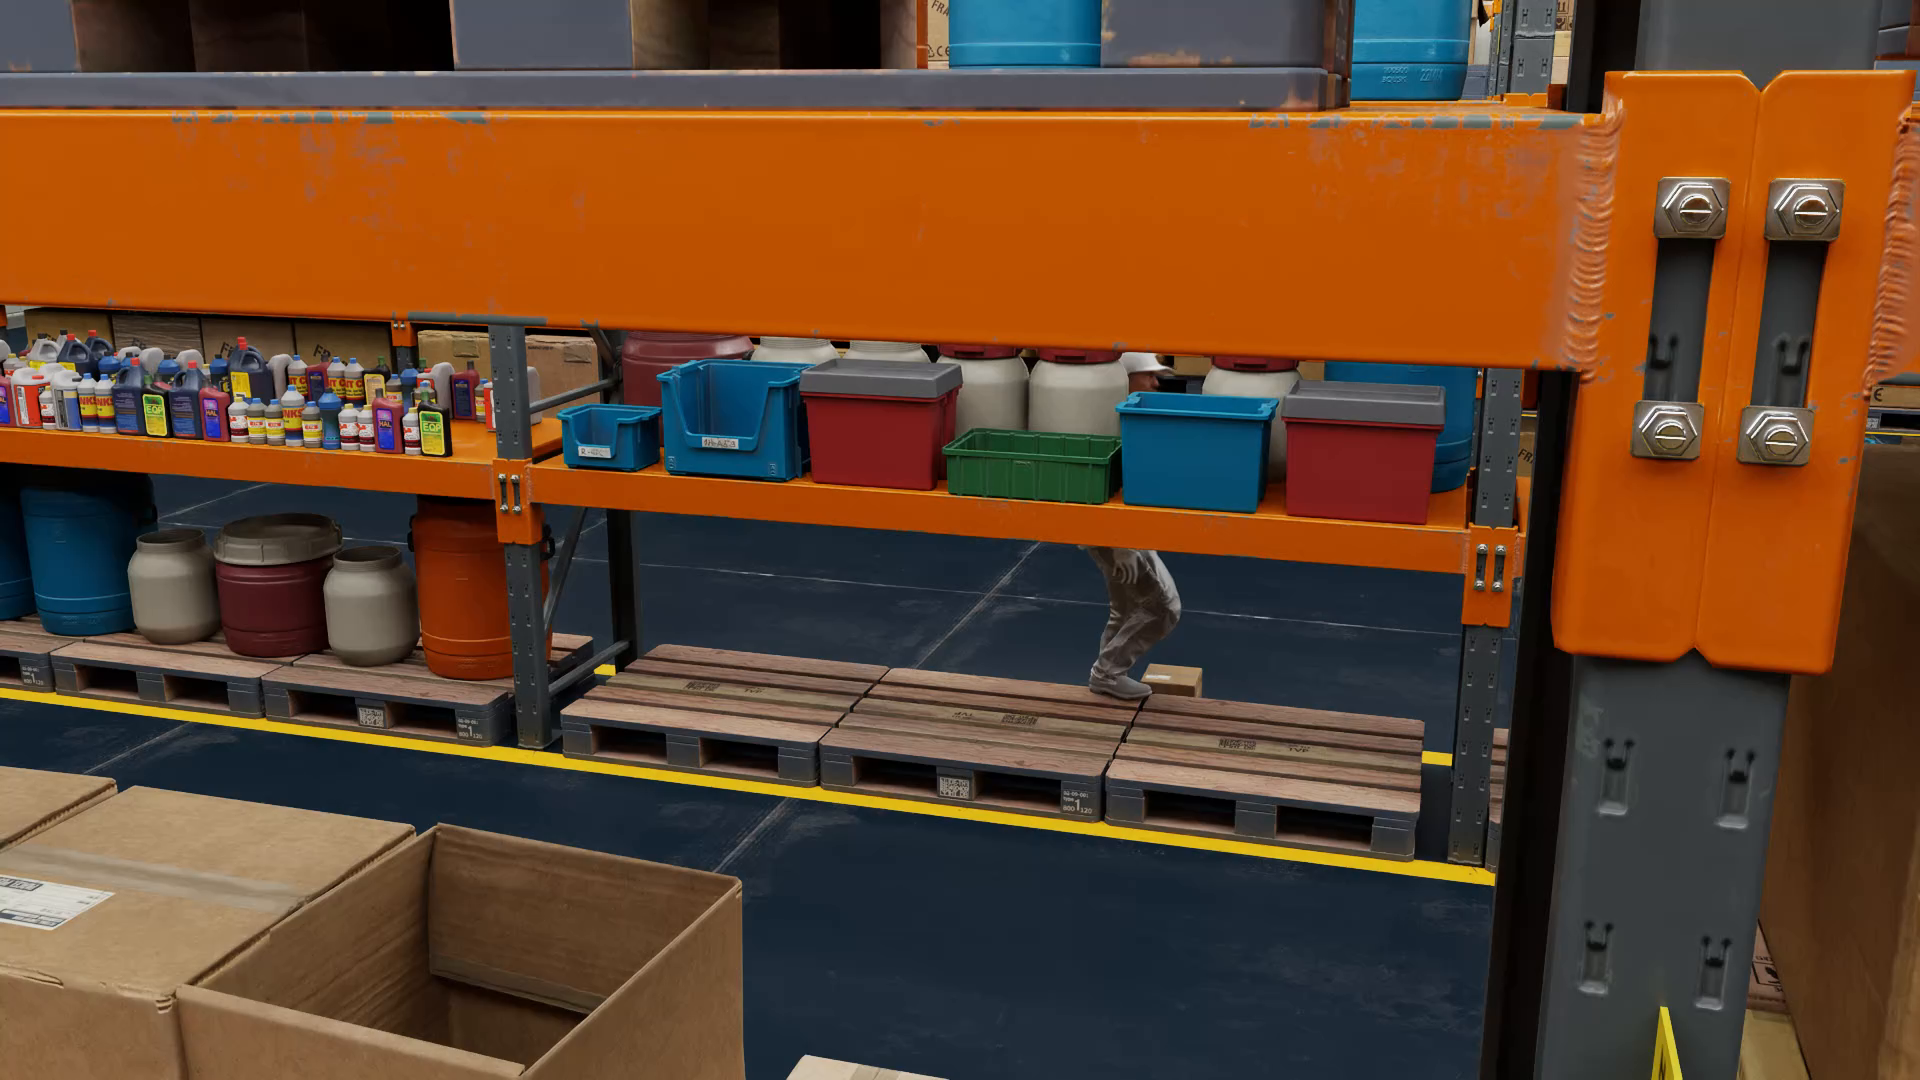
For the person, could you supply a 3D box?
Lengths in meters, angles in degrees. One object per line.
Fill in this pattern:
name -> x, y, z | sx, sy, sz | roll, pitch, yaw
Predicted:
person -> 0.779, -0.010, 7.513 | 0.524, 1.784, 0.617 | 5, 16, 17
